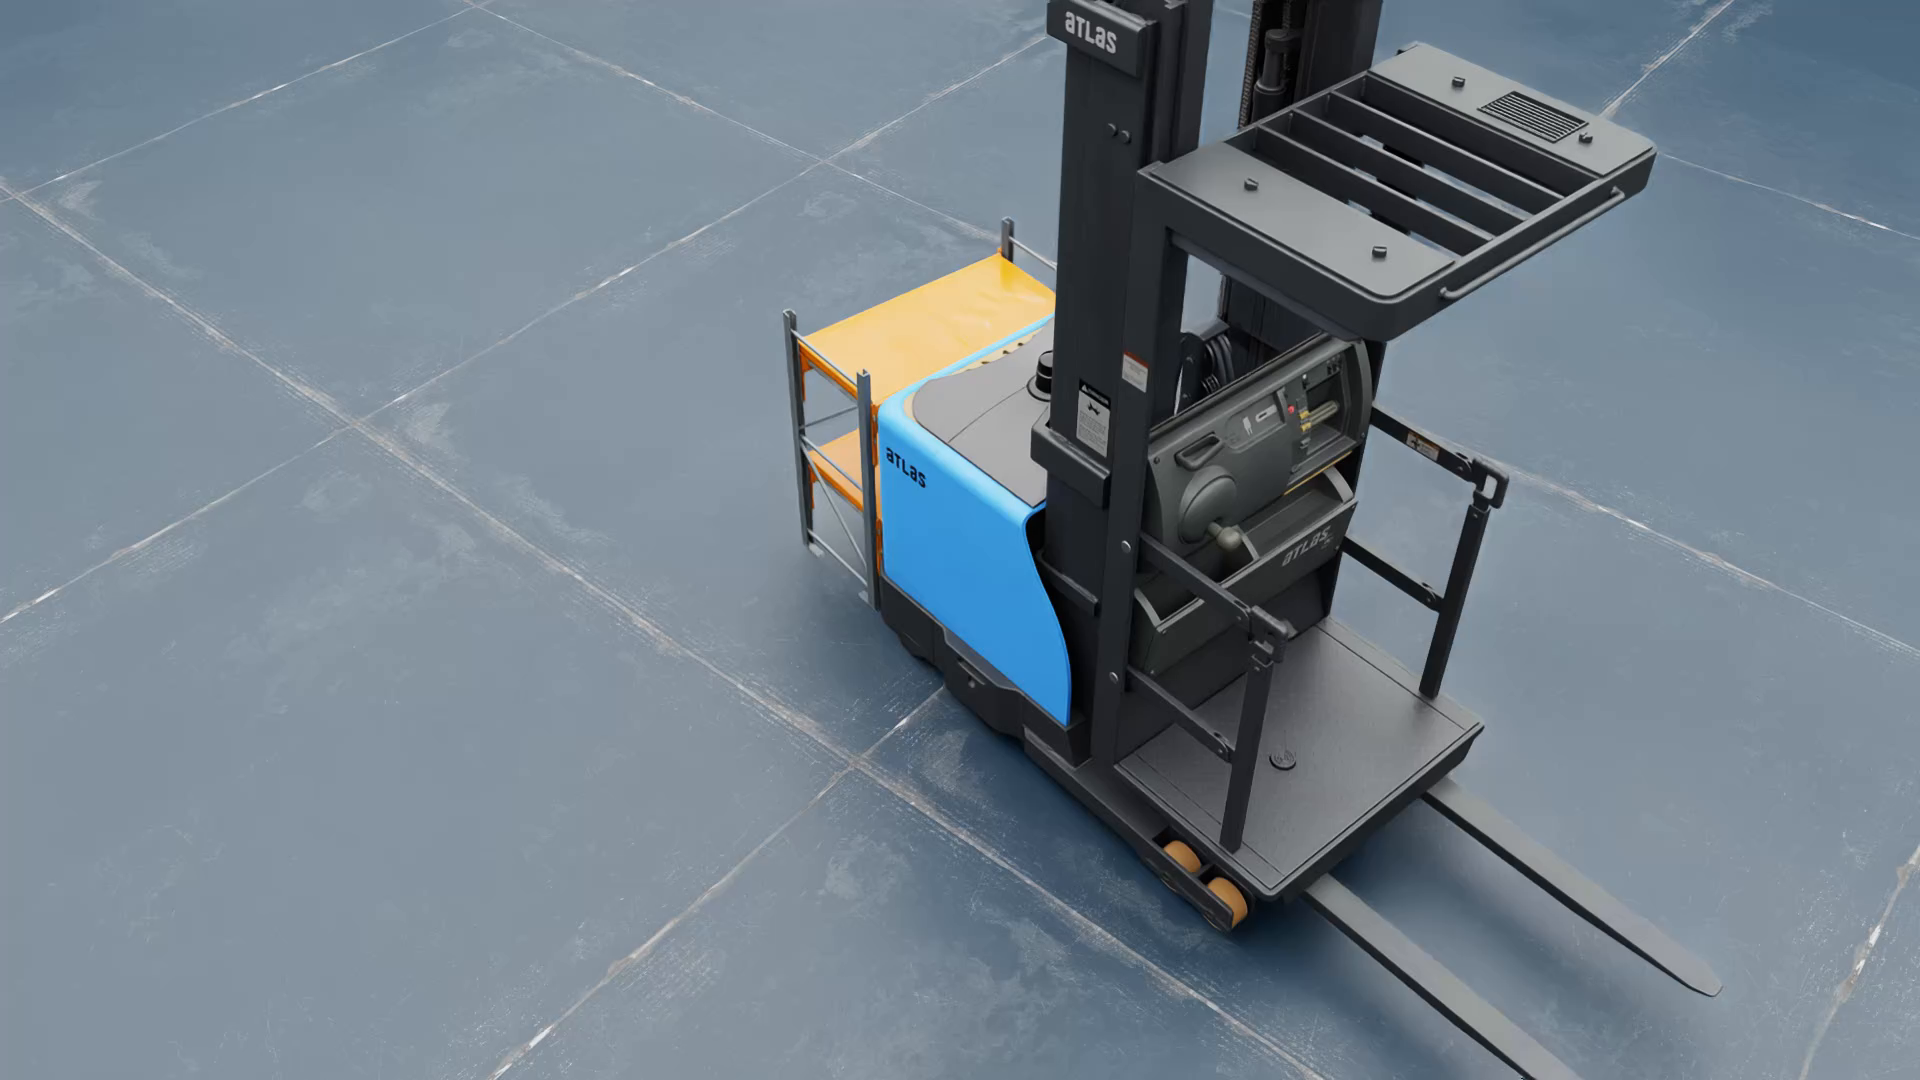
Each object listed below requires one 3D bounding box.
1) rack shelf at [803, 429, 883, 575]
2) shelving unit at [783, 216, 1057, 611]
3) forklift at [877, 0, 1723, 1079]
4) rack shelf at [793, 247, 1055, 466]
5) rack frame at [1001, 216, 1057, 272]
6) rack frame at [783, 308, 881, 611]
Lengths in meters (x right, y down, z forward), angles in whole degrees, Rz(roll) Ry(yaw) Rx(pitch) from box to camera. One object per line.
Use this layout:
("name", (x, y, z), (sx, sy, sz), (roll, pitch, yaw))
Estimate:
("rack shelf", (-0.073, -0.311, 6.620), (1.000, 0.278, 0.538), (-28, 49, -27))
("shelving unit", (-0.073, -0.492, 6.455), (1.048, 1.125, 0.538), (-28, 49, -27))
("forklift", (1.040, -0.218, 4.811), (1.130, 2.935, 3.031), (-30, 50, -29))
("rack shelf", (-0.073, -0.709, 6.258), (1.000, 0.278, 0.538), (-28, 49, -27))
("rack frame", (0.327, -0.703, 6.687), (0.032, 1.125, 0.500), (-28, 49, -27))
("rack frame", (-0.473, -0.281, 6.223), (0.032, 1.125, 0.500), (-28, 49, -27))
